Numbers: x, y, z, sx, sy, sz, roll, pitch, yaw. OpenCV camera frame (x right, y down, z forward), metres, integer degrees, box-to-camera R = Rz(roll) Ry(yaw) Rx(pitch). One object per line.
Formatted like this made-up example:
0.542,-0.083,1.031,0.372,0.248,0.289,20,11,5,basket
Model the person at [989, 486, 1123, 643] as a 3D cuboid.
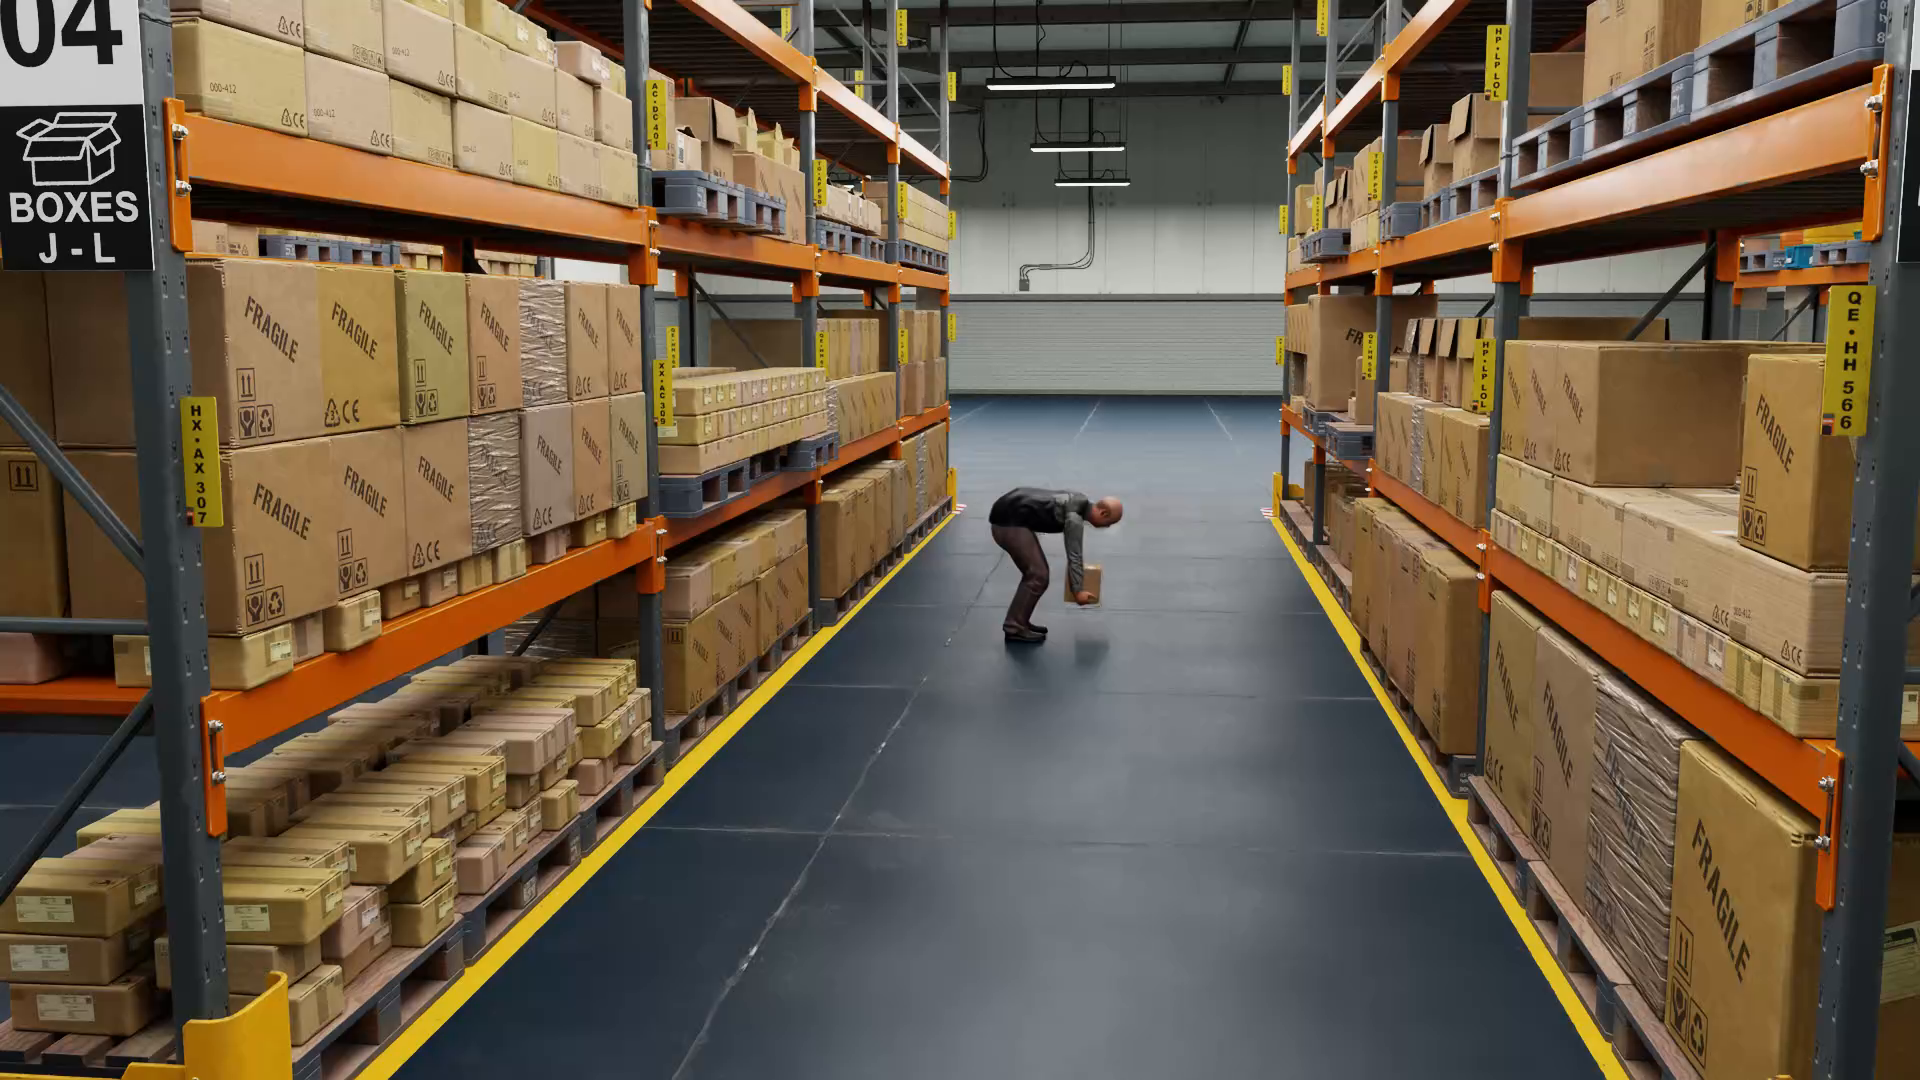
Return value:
0.686,0.163,11.990,0.960,1.111,0.470,1,8,4,person
